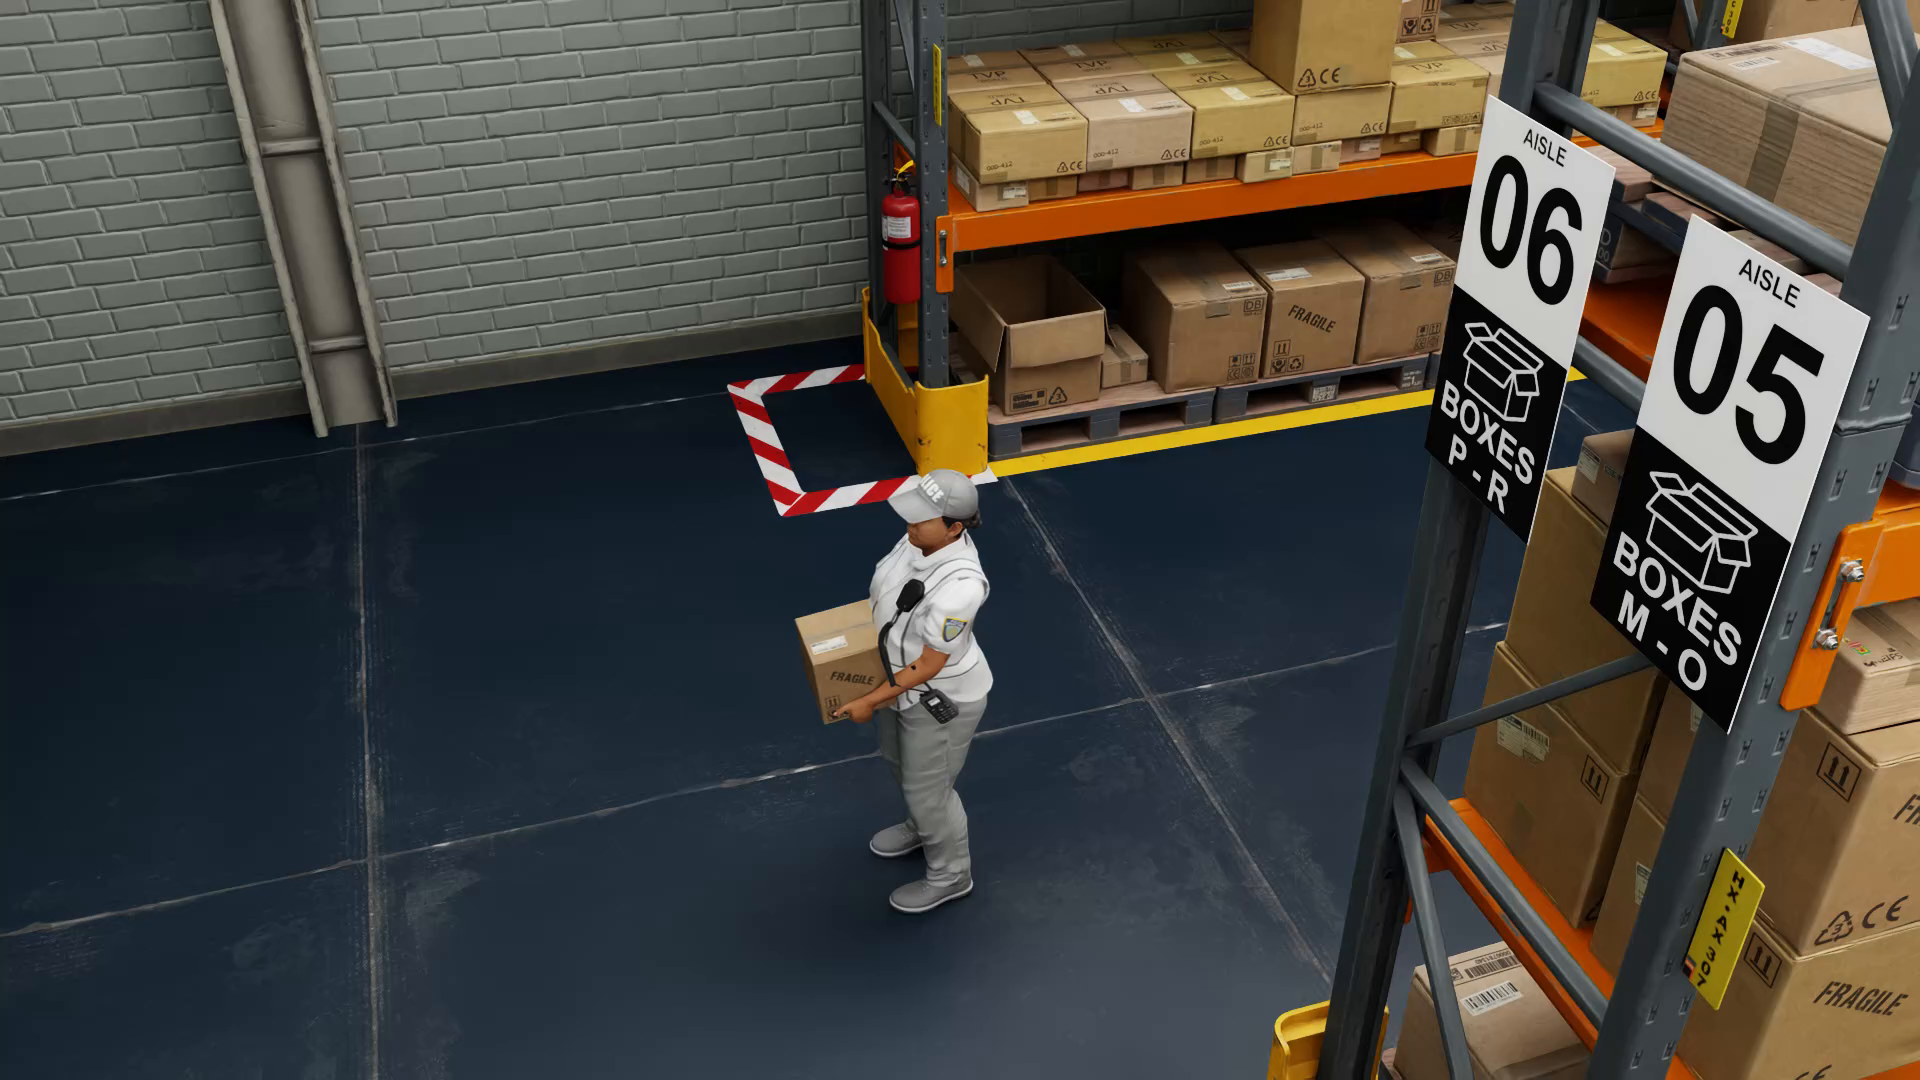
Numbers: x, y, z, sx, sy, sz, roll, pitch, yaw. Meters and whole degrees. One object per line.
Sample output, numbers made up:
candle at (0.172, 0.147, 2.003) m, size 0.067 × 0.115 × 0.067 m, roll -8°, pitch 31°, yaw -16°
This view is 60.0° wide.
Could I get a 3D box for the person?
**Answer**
person at (-0.176, 0.496, 5.416) m, size 0.541 × 1.653 × 0.453 m, roll -10°, pitch 35°, yaw -14°
